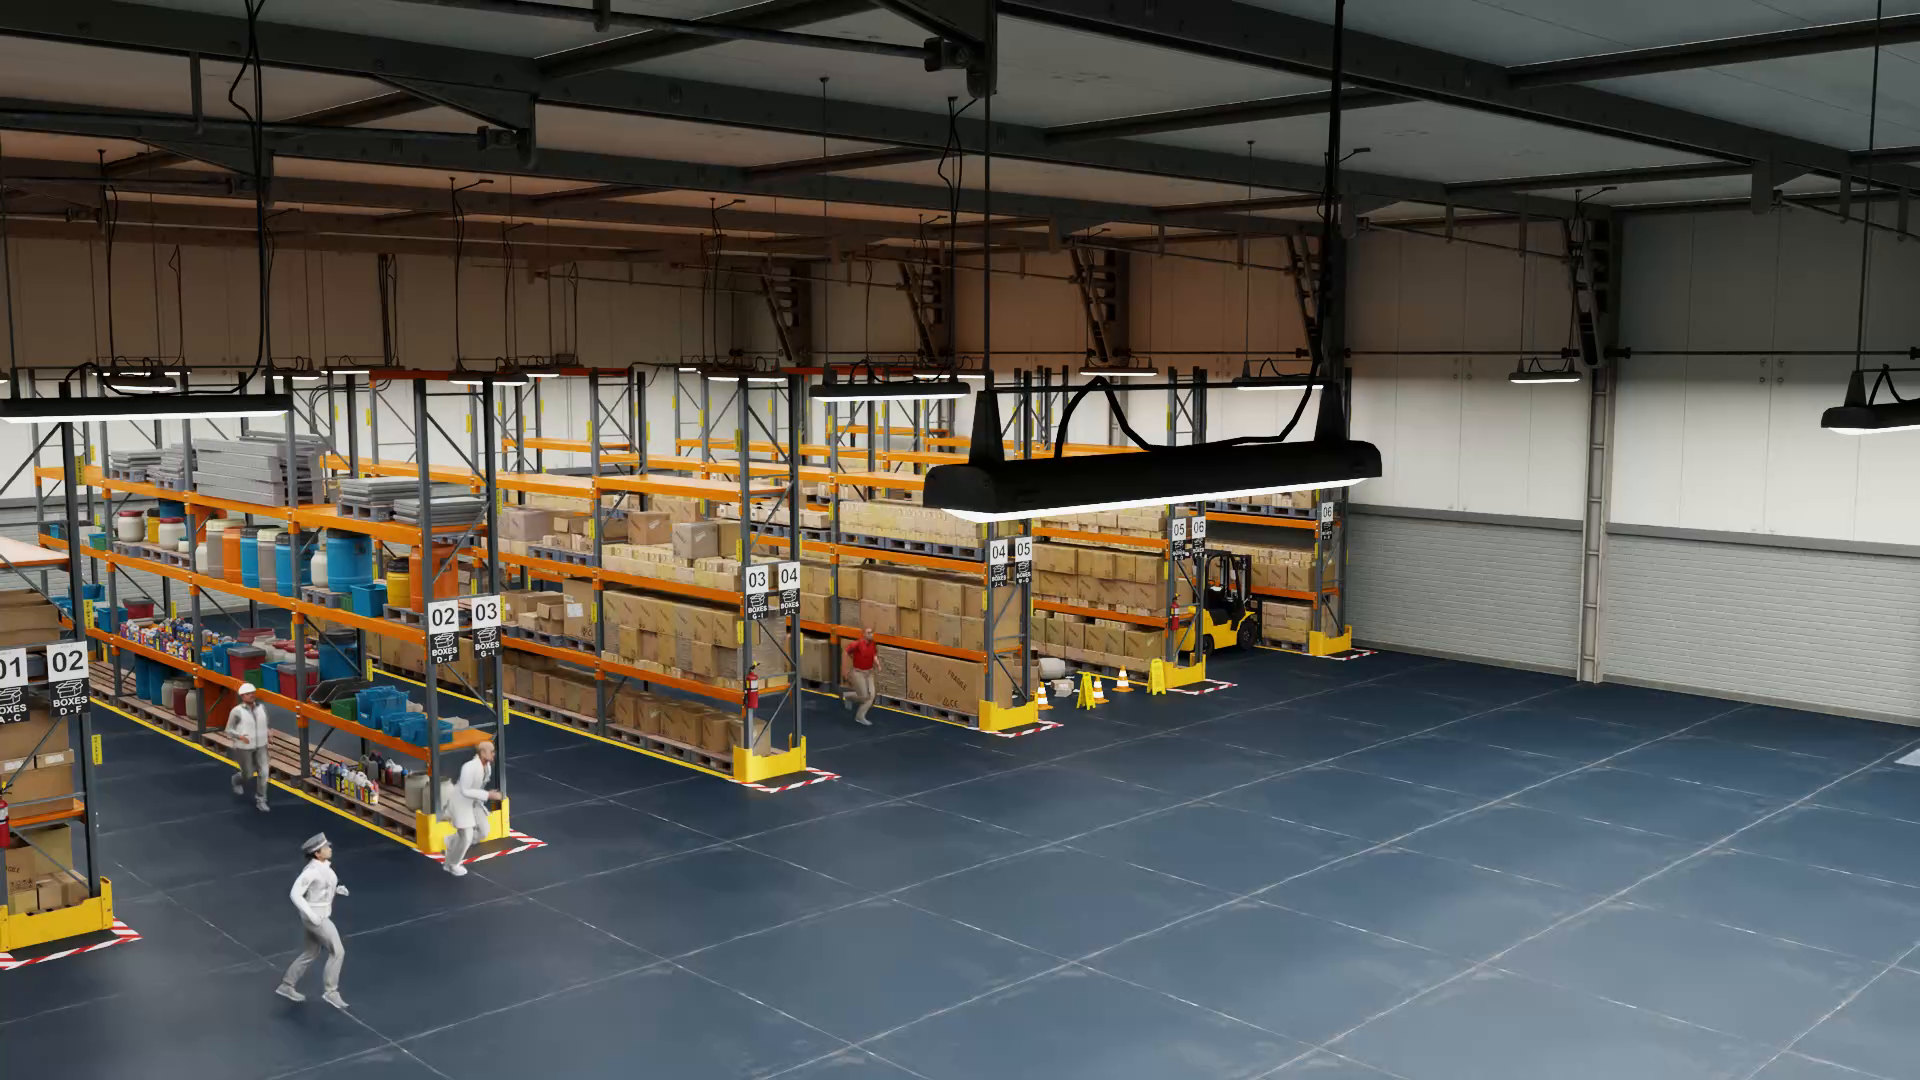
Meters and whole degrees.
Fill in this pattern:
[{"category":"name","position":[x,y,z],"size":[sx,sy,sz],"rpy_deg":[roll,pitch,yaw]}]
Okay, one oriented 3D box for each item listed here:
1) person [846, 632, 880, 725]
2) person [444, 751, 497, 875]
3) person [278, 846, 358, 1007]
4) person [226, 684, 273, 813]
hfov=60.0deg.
[{"category":"person","position":[-1.649,2.346,28.417],"size":[0.563,1.611,0.663],"rpy_deg":[6,9,42]},{"category":"person","position":[-5.927,3.316,20.248],"size":[0.755,1.471,0.730],"rpy_deg":[1,7,11]},{"category":"person","position":[-6.238,3.713,16.111],"size":[0.708,1.713,0.634],"rpy_deg":[-2,7,-15]},{"category":"person","position":[-9.844,2.874,23.113],"size":[0.792,1.758,0.661],"rpy_deg":[6,9,42]}]
